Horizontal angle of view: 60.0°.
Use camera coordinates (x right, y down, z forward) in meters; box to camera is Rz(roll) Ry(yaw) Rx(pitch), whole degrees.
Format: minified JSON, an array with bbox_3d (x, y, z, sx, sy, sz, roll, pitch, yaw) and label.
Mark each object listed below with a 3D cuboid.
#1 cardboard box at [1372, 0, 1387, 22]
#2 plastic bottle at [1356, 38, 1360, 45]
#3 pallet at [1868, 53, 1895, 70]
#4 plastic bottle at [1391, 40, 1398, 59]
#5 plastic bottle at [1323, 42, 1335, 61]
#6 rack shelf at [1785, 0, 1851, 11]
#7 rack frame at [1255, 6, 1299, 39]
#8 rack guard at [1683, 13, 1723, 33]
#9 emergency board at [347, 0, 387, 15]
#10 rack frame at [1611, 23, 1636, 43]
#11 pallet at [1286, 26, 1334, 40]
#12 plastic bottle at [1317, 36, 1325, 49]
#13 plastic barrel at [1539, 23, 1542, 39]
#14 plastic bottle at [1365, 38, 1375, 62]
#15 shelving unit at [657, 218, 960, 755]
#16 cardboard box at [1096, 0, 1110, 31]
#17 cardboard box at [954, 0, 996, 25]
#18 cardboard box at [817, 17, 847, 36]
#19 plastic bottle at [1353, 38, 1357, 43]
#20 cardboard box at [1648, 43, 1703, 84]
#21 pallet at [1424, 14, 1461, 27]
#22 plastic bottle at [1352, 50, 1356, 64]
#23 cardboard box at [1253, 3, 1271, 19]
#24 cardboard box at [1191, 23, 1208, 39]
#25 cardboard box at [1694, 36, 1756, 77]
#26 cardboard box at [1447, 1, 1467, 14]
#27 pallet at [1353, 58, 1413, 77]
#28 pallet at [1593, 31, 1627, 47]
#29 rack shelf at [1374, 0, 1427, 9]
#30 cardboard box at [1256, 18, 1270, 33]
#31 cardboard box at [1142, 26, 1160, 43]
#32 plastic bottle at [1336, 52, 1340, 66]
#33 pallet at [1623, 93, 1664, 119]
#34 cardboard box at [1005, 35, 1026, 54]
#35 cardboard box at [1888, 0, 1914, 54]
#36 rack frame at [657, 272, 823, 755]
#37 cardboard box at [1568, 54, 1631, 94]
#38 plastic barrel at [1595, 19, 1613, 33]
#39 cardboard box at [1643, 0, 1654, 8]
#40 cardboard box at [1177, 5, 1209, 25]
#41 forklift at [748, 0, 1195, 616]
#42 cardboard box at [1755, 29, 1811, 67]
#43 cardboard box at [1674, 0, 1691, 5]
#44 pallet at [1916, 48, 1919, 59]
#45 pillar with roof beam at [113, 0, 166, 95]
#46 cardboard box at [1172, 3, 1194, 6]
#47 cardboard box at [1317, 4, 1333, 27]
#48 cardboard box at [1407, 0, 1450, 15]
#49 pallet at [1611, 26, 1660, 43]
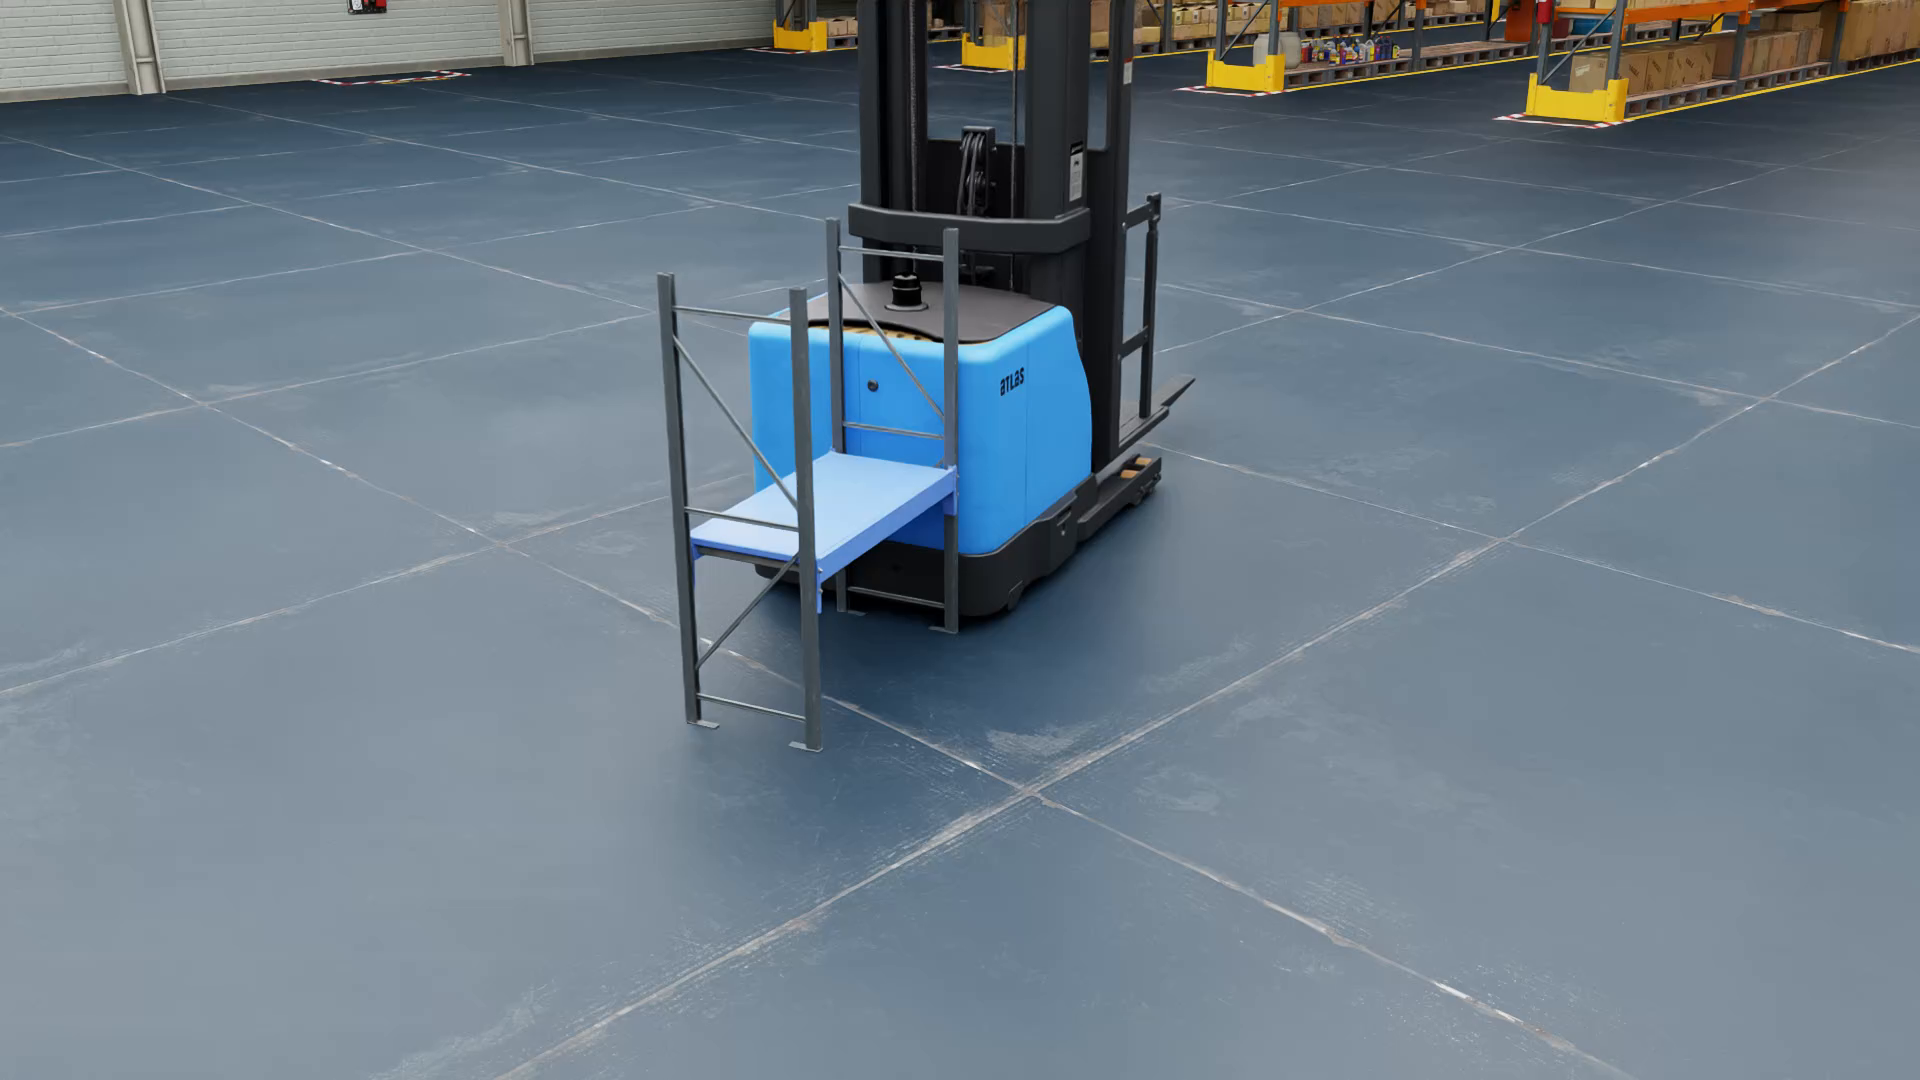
[{"bbox_3d":[8.445,-10.973,34.314,0.500,0.500,0.500,19,28,41],"label":"cardboard box"},{"bbox_3d":[6.364,-7.921,26.691,0.097,0.271,0.097,0,21,0],"label":"plastic bottle"},{"bbox_3d":[14.694,-7.944,27.448,1.003,0.211,1.213,19,28,41],"label":"pallet"},{"bbox_3d":[6.801,-7.692,26.080,0.133,0.283,0.061,-18,28,-39],"label":"plastic bottle"},{"bbox_3d":[5.735,-7.603,25.858,0.152,0.276,0.135,19,28,41],"label":"plastic bottle"},{"bbox_3d":[14.634,-8.928,27.124,1.077,0.370,4.000,19,28,41],"label":"rack shelf"},{"bbox_3d":[6.144,-11.230,32.111,1.000,3.000,0.127,19,28,41],"label":"rack frame"},{"bbox_3d":[15.279,-10.888,34.706,1.175,0.500,0.348,19,28,41],"label":"rack guard"},{"bbox_3d":[-9.057,-8.641,25.375,0.194,1.169,0.643,19,28,41],"label":"emergency board"},{"bbox_3d":[12.481,-11.017,31.558,1.000,3.000,0.127,19,28,41],"label":"rack frame"},{"bbox_3d":[6.692,-10.111,33.086,1.003,0.211,1.213,19,28,41],"label":"pallet"},{"bbox_3d":[5.612,-7.668,25.924,0.144,0.351,0.185,19,28,40],"label":"plastic bottle"},{"bbox_3d":[10.350,-9.322,30.028,0.421,0.512,0.421,0,21,0],"label":"plastic barrel"},{"bbox_3d":[6.298,-7.560,25.641,0.144,0.351,0.185,19,28,40],"label":"plastic bottle"},{"bbox_3d":[-0.455,-0.225,5.568,0.538,1.500,1.048,10,23,24],"label":"shelving unit"},{"bbox_3d":[2.484,-9.035,28.603,0.500,0.500,0.500,19,28,41],"label":"cardboard box"},{"bbox_3d":[0.304,-10.673,33.531,0.500,0.500,0.700,-19,28,-40],"label":"cardboard box"},{"bbox_3d":[-2.441,-9.518,30.791,0.500,0.311,0.500,15,26,35],"label":"cardboard box"},{"bbox_3d":[6.235,-7.810,26.385,0.061,0.283,0.133,19,28,41],"label":"plastic bottle"},{"bbox_3d":[9.747,-6.509,22.726,0.500,0.500,0.500,-11,23,-25],"label":"cardboard box"},{"bbox_3d":[10.266,-11.448,36.565,1.003,0.211,1.213,19,28,41],"label":"pallet"},{"bbox_3d":[5.976,-7.359,25.328,0.097,0.201,0.097,0,21,0],"label":"plastic bottle"},{"bbox_3d":[5.597,-10.073,31.566,0.500,0.311,0.500,19,28,40],"label":"cardboard box"},{"bbox_3d":[4.170,-9.287,30.303,0.500,0.250,0.500,-19,28,-41],"label":"cardboard box"},{"bbox_3d":[10.893,-6.912,23.749,0.700,0.500,0.500,17,27,37],"label":"cardboard box"},{"bbox_3d":[10.838,-11.770,36.736,0.500,0.250,0.500,19,28,41],"label":"cardboard box"},{"bbox_3d":[6.402,-7.497,26.286,1.003,0.211,1.213,19,28,41],"label":"pallet"},{"bbox_3d":[11.913,-9.528,31.569,1.003,0.211,1.213,19,28,41],"label":"pallet"},{"bbox_3d":[8.295,-9.139,27.674,1.077,0.370,4.000,19,28,41],"label":"rack shelf"},{"bbox_3d":[5.595,-9.813,31.671,0.500,0.250,0.500,19,28,40],"label":"cardboard box"},{"bbox_3d":[3.187,-8.940,29.401,0.500,0.250,0.500,19,28,41],"label":"cardboard box"},{"bbox_3d":[5.670,-7.247,25.035,0.097,0.201,0.097,0,21,0],"label":"plastic bottle"},{"bbox_3d":[8.304,-5.611,21.379,1.003,0.211,1.213,19,28,41],"label":"pallet"},{"bbox_3d":[1.097,-8.168,27.392,0.500,0.250,0.500,19,28,41],"label":"cardboard box"},{"bbox_3d":[14.975,-8.583,27.599,1.225,0.875,0.875,18,27,39],"label":"cardboard box"},{"bbox_3d":[-0.672,-0.060,5.139,0.500,1.500,0.032,10,23,24],"label":"rack frame"},{"bbox_3d":[8.106,-5.879,21.087,0.500,0.500,0.500,-14,25,-32],"label":"cardboard box"},{"bbox_3d":[12.089,-10.098,31.506,0.600,0.901,0.708,19,28,41],"label":"plastic barrel"},{"bbox_3d":[8.401,-6.709,20.700,0.380,0.149,0.250,19,28,41],"label":"cardboard box"},{"bbox_3d":[4.174,-9.547,30.199,0.500,0.311,0.500,19,28,40],"label":"cardboard box"},{"bbox_3d":[0.277,-1.578,7.095,1.130,2.935,3.031,10,23,24],"label":"forklift"},{"bbox_3d":[12.408,-7.465,25.187,0.700,0.500,0.500,16,26,36],"label":"cardboard box"},{"bbox_3d":[9.144,-6.951,21.328,0.380,0.149,0.250,19,28,41],"label":"cardboard box"},{"bbox_3d":[16.616,-8.652,29.291,1.003,0.211,1.213,19,28,41],"label":"pallet"},{"bbox_3d":[-8.407,-9.447,19.110,9.100,9.000,0.400,19,28,41],"label":"pillar with roof beam"},{"bbox_3d":[4.139,-9.815,30.895,0.500,0.311,0.500,19,28,40],"label":"cardboard box"},{"bbox_3d":[7.028,-10.450,32.952,0.500,0.500,0.500,18,27,39],"label":"cardboard box"},{"bbox_3d":[10.242,-11.782,36.415,0.797,0.503,0.637,19,28,41],"label":"cardboard box"},{"bbox_3d":[12.966,-9.915,32.575,1.003,0.211,1.213,19,28,41],"label":"pallet"}]
